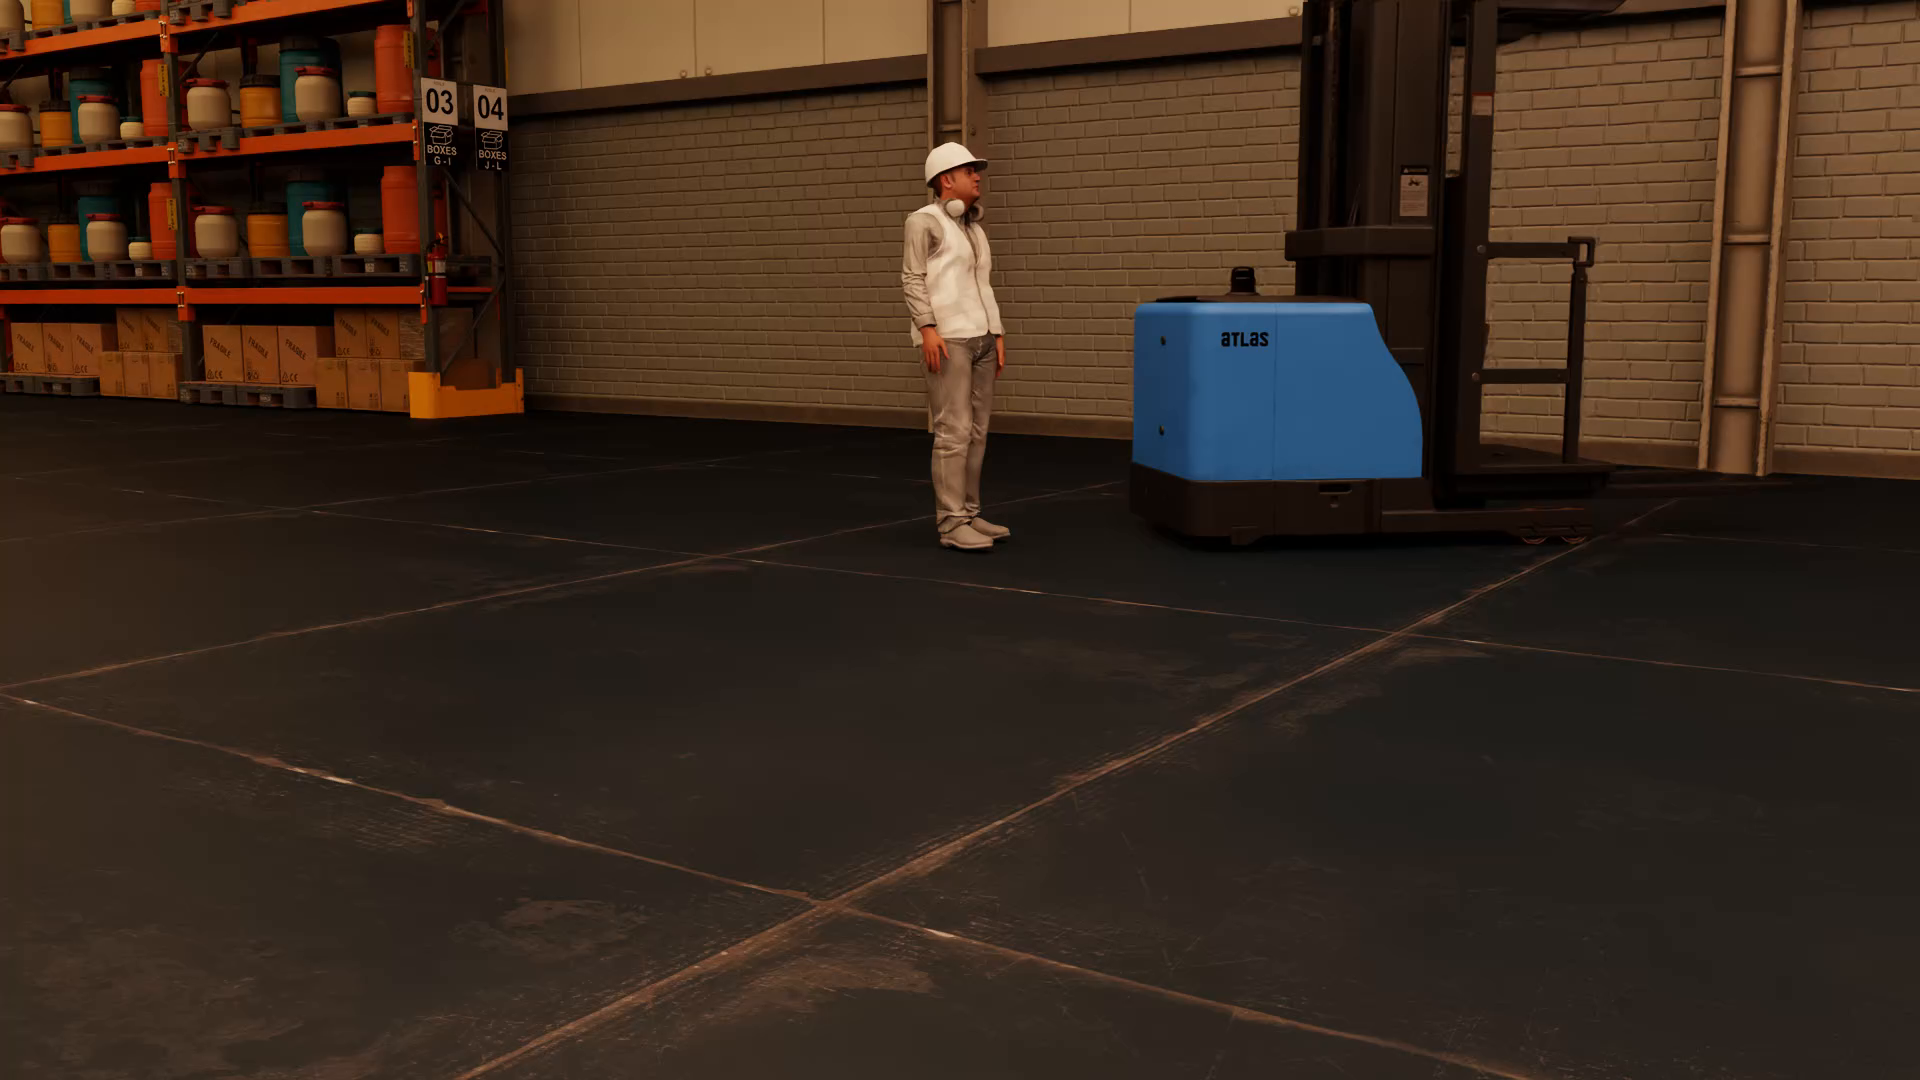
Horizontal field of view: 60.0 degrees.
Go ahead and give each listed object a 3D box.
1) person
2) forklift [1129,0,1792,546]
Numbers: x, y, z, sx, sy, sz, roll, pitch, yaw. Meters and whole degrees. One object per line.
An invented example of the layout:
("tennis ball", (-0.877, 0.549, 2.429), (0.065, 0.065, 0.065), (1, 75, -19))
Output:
("person", (0.047, -0.880, 7.437), (0.567, 1.773, 0.632), (5, 10, 34))
("forklift", (2.390, -1.501, 7.749), (3.031, 2.935, 1.130), (-1, 8, -10))
